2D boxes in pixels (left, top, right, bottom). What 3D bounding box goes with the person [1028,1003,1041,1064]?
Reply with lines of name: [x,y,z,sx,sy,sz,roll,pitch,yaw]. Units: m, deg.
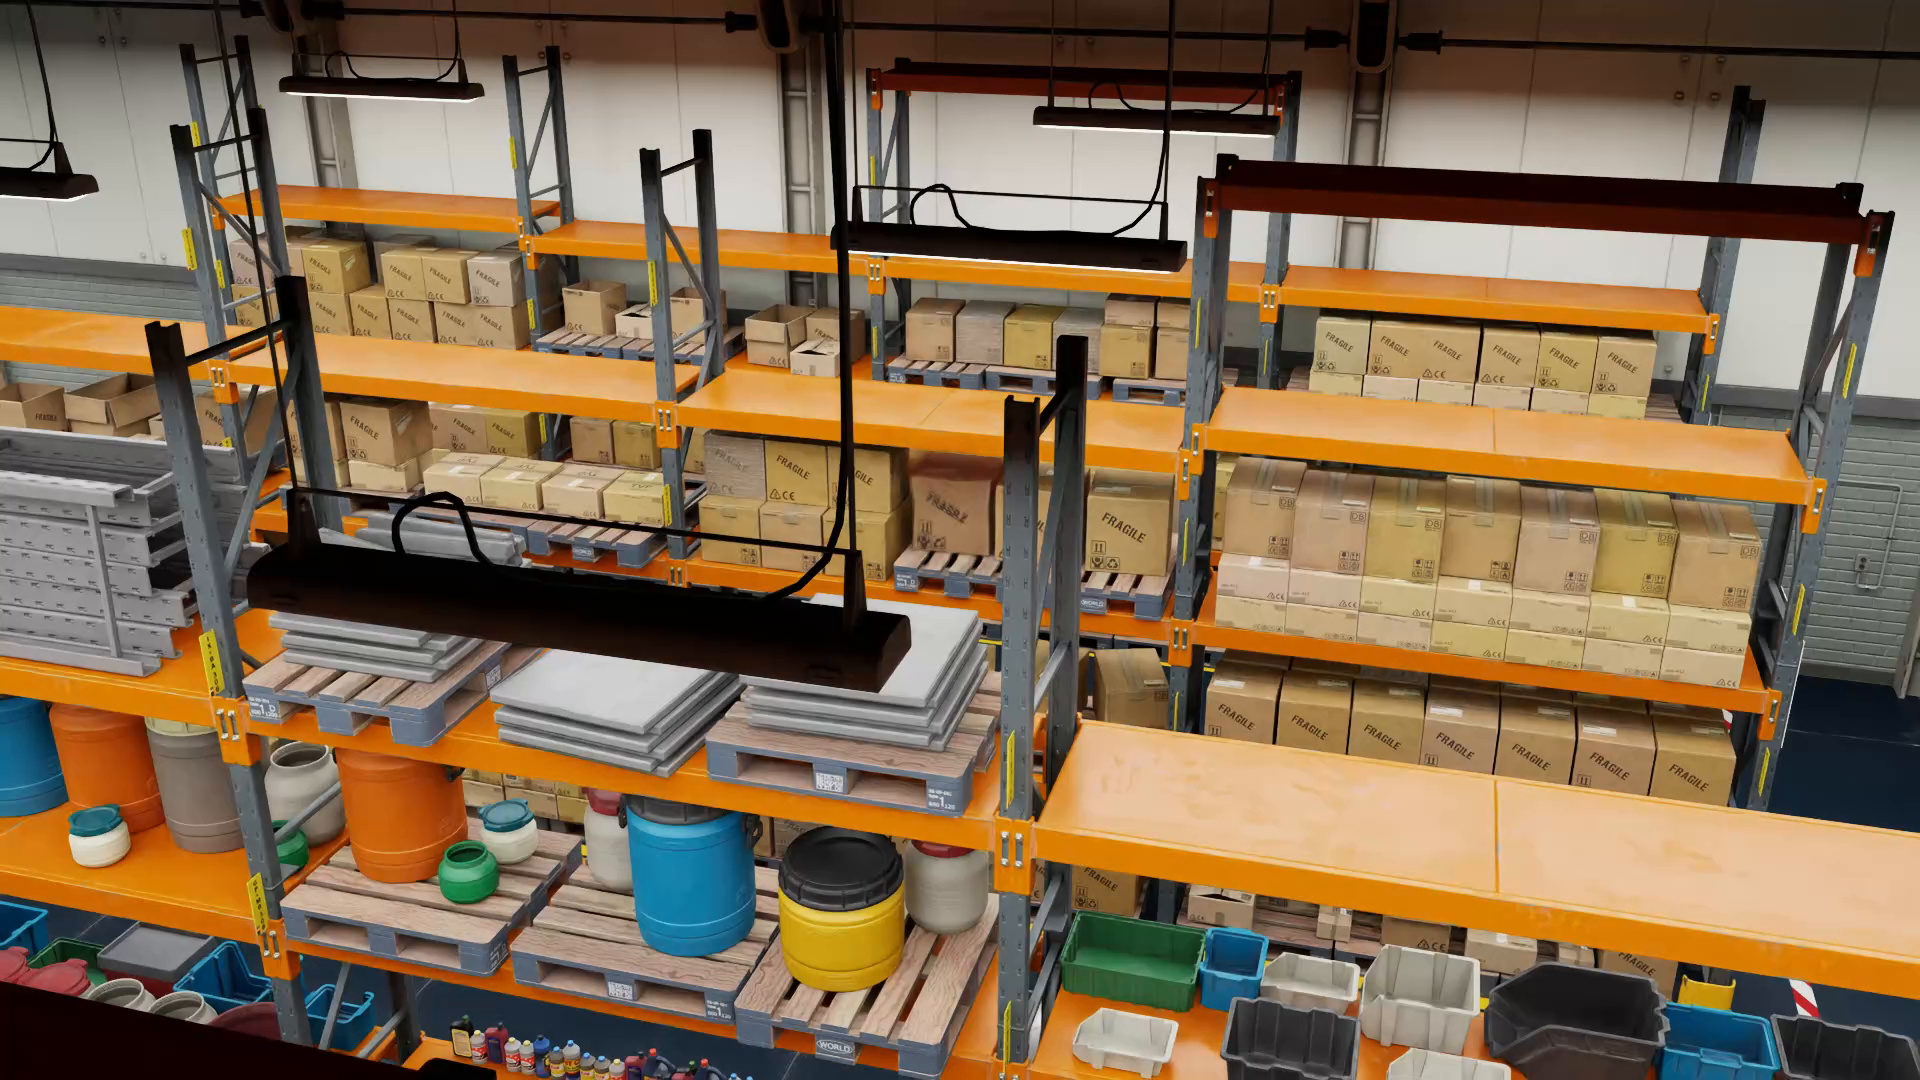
person: [0.530,3.395,10.293,0.551,1.787,0.573,6,23,14]
